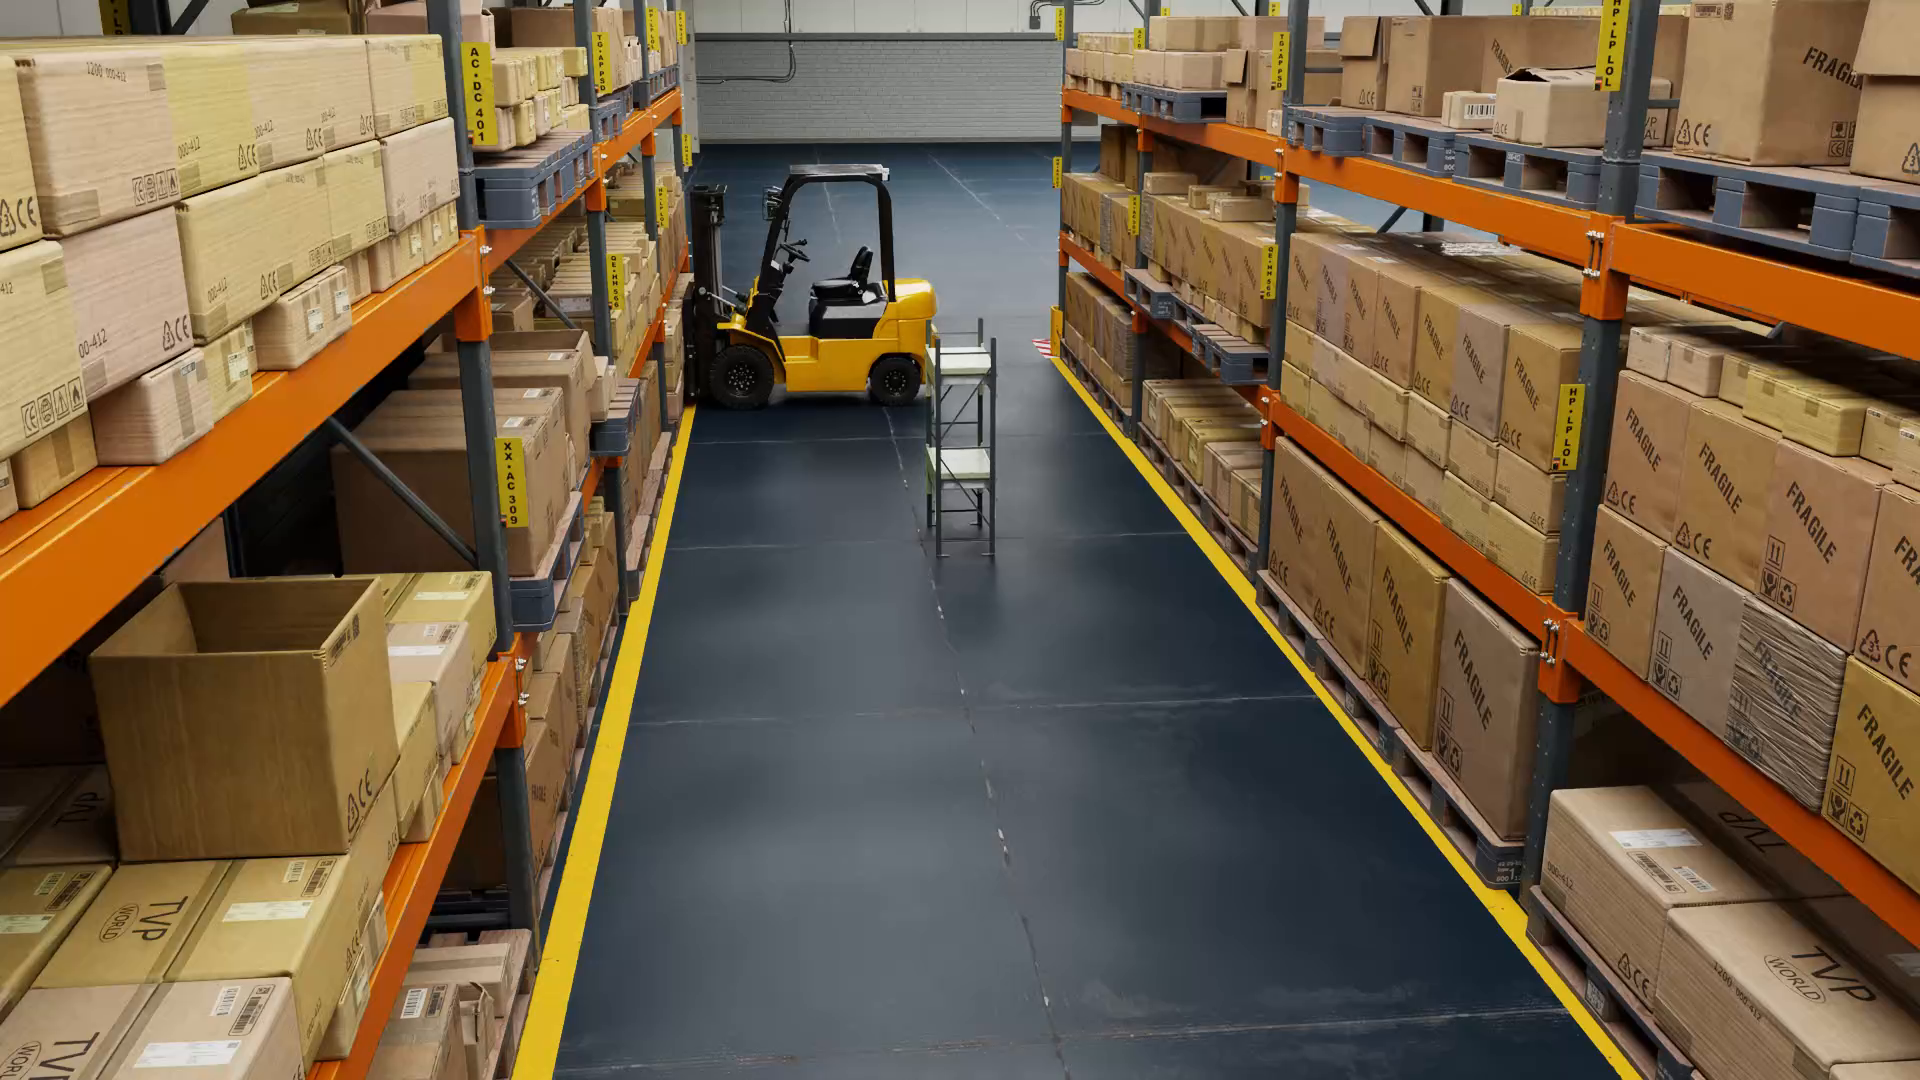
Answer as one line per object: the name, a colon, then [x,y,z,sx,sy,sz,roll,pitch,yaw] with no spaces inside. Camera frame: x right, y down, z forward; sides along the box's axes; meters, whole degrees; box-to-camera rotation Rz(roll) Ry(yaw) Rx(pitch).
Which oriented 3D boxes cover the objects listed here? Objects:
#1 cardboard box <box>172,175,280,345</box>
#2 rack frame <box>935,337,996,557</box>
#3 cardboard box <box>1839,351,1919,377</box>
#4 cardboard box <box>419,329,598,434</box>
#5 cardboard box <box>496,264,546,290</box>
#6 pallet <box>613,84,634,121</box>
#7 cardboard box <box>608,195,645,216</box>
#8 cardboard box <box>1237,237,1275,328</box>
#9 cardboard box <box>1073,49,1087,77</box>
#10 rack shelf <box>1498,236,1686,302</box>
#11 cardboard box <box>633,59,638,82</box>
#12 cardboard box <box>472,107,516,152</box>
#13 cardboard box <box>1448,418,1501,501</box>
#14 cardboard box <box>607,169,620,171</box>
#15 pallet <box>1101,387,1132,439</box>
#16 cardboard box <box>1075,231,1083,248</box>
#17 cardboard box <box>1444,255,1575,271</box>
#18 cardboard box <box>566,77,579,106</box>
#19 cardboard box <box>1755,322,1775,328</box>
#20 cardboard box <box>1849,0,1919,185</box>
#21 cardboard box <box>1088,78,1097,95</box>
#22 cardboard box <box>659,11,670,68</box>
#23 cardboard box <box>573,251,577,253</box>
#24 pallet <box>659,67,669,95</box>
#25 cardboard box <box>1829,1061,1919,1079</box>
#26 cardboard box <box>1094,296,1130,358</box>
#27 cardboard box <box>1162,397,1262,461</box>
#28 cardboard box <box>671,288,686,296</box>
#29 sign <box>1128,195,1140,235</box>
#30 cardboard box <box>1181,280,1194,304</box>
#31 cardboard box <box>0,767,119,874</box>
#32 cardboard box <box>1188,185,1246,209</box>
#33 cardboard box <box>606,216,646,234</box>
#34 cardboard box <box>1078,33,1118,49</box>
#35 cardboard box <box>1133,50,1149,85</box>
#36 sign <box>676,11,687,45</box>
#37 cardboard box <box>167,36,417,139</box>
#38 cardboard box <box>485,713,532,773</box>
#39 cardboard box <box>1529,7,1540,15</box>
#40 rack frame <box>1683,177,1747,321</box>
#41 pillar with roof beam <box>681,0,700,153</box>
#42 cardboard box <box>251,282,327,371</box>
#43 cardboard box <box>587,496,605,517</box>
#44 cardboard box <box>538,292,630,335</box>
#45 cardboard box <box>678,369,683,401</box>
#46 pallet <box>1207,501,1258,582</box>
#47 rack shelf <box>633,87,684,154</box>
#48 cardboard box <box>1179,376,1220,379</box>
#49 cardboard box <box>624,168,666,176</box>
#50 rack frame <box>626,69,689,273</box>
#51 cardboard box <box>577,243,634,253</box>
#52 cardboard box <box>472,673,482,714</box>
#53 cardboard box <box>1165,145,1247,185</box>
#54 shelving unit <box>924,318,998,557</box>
cardboard box: [-1.598,-0.524,3.085,0.500,0.250,0.500,-2,18,-7]
rack frame: [0.037,-0.609,11.111,0.400,1.500,0.023,-2,18,-6]
cardboard box: [3.097,-0.520,5.408,0.380,0.149,0.250,-2,18,-6]
cardboard box: [-2.184,-0.731,8.124,0.797,0.503,0.637,-2,18,-7]
cardboard box: [-2.920,-1.715,10.881,0.380,0.149,0.250,-2,18,-6]
pallet: [-2.845,-3.231,12.273,0.805,0.209,1.217,-2,18,-8]
cardboard box: [-2.687,-2.757,13.704,0.380,0.149,0.250,-1,17,-5]
cardboard box: [2.077,-1.633,10.507,0.500,0.500,0.500,-2,18,-7]
cardboard box: [1.405,-4.693,16.363,0.500,0.250,0.500,-2,18,-6]
rack shelf: [6.695,-2.744,16.610,1.077,0.370,4.000,-2,18,-6]
cardboard box: [-2.533,-3.395,12.026,0.380,0.149,0.250,-2,18,-6]
cardboard box: [-1.759,-1.431,5.770,0.380,0.149,0.250,-2,17,-5]
cardboard box: [2.467,-0.364,7.245,0.500,0.250,0.500,-1,17,-4]
cardboard box: [-3.494,-3.506,16.092,0.380,0.149,0.250,-2,18,-5]
pallet: [1.883,-1.177,15.073,1.003,0.211,1.213,-2,18,-6]
cardboard box: [1.372,-3.039,16.769,0.380,0.149,0.250,-2,17,-5]
cardboard box: [2.820,-1.194,8.637,0.500,0.500,0.500,-2,18,-6]
cardboard box: [-2.260,-2.413,8.934,0.380,0.149,0.250,-1,17,-5]
cardboard box: [7.055,-1.436,14.298,1.050,0.750,0.750,-2,18,-6]
cardboard box: [2.984,-1.252,4.610,0.797,0.503,0.637,0,17,-1]
cardboard box: [1.424,-4.317,15.833,0.380,0.149,0.250,-2,17,-5]
cardboard box: [-3.067,-4.640,15.405,0.700,0.500,0.500,-2,18,-5]
cardboard box: [-3.110,-2.011,12.492,0.500,0.250,0.500,-2,18,-6]
pallet: [-3.185,-4.159,15.055,1.003,0.211,1.213,-2,18,-6]
cardboard box: [2.955,1.823,4.438,0.875,0.438,0.875,-1,17,-4]
cardboard box: [1.552,-2.026,15.759,0.500,0.500,0.500,-1,17,-3]
cardboard box: [2.122,-0.884,13.172,0.950,0.372,0.625,-1,17,-2]
cardboard box: [-2.883,-2.281,16.156,0.500,0.250,0.500,-2,17,-5]
sign: [1.449,-2.702,13.831,0.100,0.325,0.005,-2,18,-6]
cardboard box: [1.837,-1.825,12.201,0.380,0.149,0.250,-1,17,-4]
cardboard box: [-2.175,0.765,3.986,0.500,0.250,0.500,-2,18,-6]
cardboard box: [1.899,-2.536,12.300,0.380,0.149,0.250,-1,17,-3]
cardboard box: [-2.720,-2.614,13.745,0.380,0.149,0.250,-2,18,-7]
cardboard box: [1.409,-5.079,16.929,0.380,0.149,0.250,-2,18,-6]
cardboard box: [1.649,-3.682,12.937,0.500,0.250,0.500,-2,18,-7]
sign: [-2.820,-5.174,16.795,0.100,0.325,0.005,-2,18,-6]
cardboard box: [-1.771,-1.216,4.455,0.500,0.250,0.500,-2,18,-7]
cardboard box: [-1.896,0.798,6.518,0.380,0.149,0.250,-1,17,-3]
cardboard box: [6.206,-5.513,17.443,0.380,0.149,0.250,-2,17,-5]
rack frame: [6.901,-2.491,14.604,1.000,3.000,0.127,-2,18,-6]
pillar with roof beam: [-2.998,-15.043,44.571,9.100,9.000,0.400,-2,18,-6]
cardboard box: [-1.574,-0.452,3.519,0.380,0.149,0.250,-2,18,-6]
cardboard box: [-2.233,-0.140,9.504,0.380,0.149,0.250,-3,18,-8]
cardboard box: [-2.390,-1.418,10.601,0.500,0.250,0.500,-1,17,-4]
cardboard box: [-2.737,-1.347,14.850,0.500,0.250,0.500,-2,18,-7]
pallet: [2.321,-0.019,11.385,1.003,0.211,1.213,-2,18,-6]
rack shelf: [-3.155,-3.837,15.086,1.077,0.370,4.000,-2,18,-6]
cardboard box: [2.196,-1.381,14.957,0.500,0.250,0.500,-3,18,-8]
cardboard box: [-3.053,-3.518,16.129,0.380,0.149,0.250,-2,18,-5]
rack frame: [-3.362,-3.345,17.325,1.000,3.000,0.127,-2,18,-6]
cardboard box: [-2.532,-2.036,11.905,0.380,0.149,0.250,-2,18,-5]
cardboard box: [-1.791,0.514,5.452,0.380,0.149,0.250,-1,17,-4]
cardboard box: [2.158,-3.113,14.251,0.700,0.500,0.500,-2,18,-6]
shelving unit: [-0.001,-0.718,11.459,0.431,1.500,0.755,-2,18,-6]
